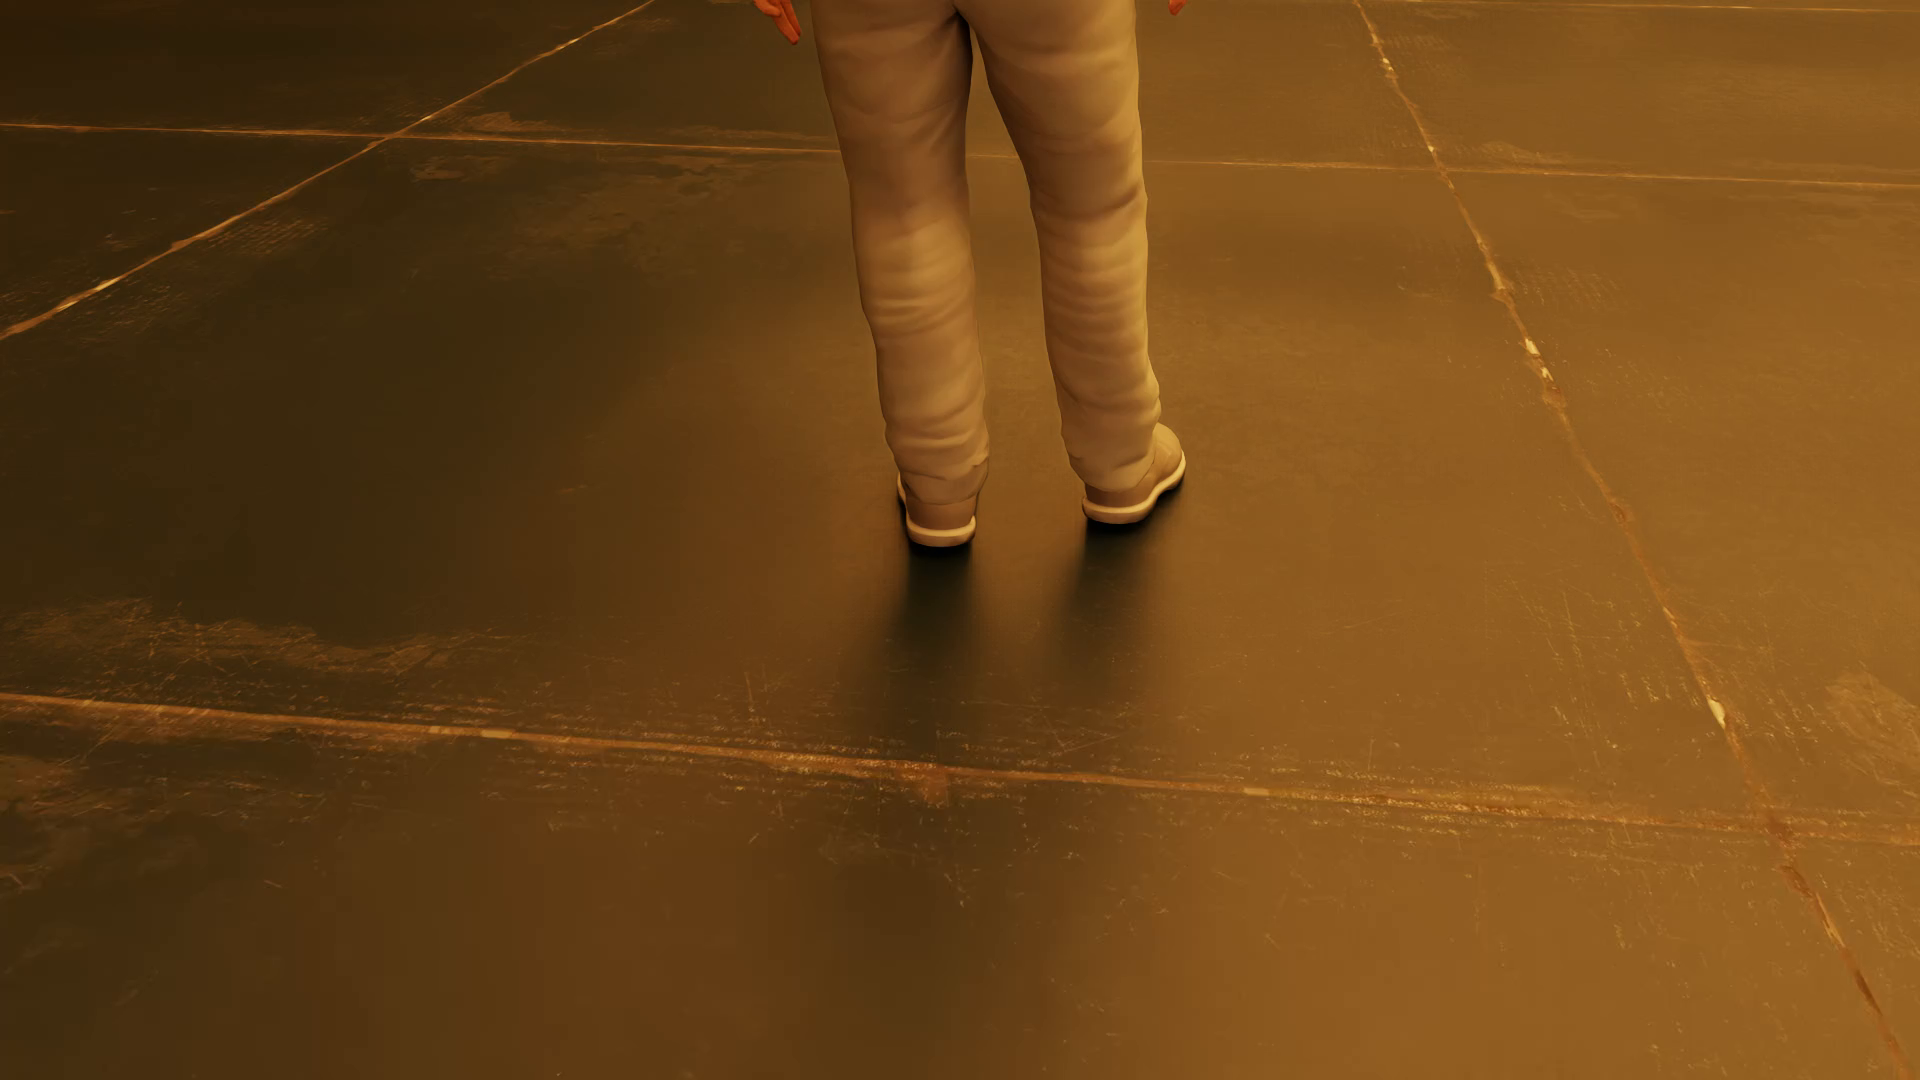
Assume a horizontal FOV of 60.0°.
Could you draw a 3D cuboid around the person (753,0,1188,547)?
[{"bbox_3d":[0.022,-0.837,2.166,0.640,1.781,0.575,3,27,7],"label":"person"}]
